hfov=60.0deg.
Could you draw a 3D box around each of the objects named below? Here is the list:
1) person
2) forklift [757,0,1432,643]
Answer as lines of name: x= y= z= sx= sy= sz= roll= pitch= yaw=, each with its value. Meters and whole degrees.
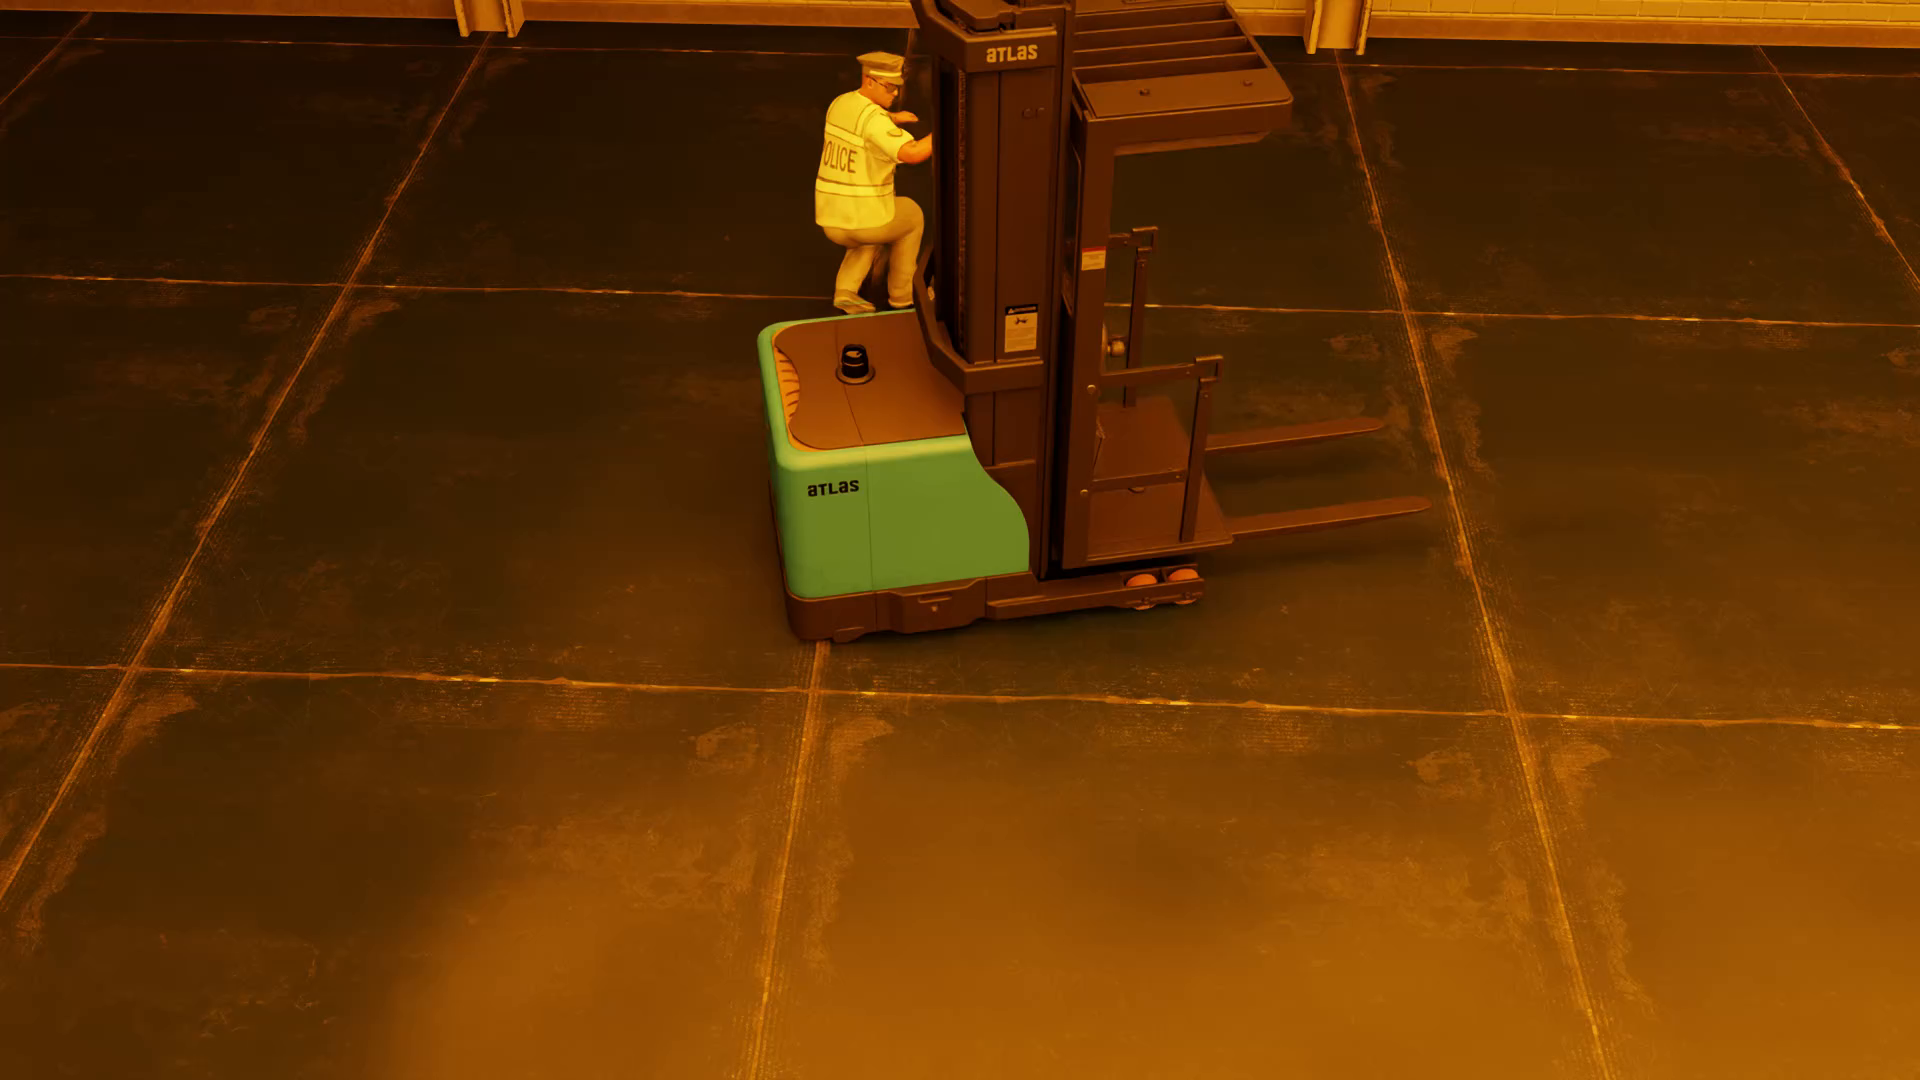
person: x=2239.855 y=-33682.442 z=36902.943 sx=50184.077 sy=2.636 sz=86510.456 roll=23 pitch=47 yaw=24
forklift: x=0.654 y=-1.111 z=6.959 sx=3.031 sy=2.935 sz=1.130 roll=-7 pitch=43 yaw=-8
